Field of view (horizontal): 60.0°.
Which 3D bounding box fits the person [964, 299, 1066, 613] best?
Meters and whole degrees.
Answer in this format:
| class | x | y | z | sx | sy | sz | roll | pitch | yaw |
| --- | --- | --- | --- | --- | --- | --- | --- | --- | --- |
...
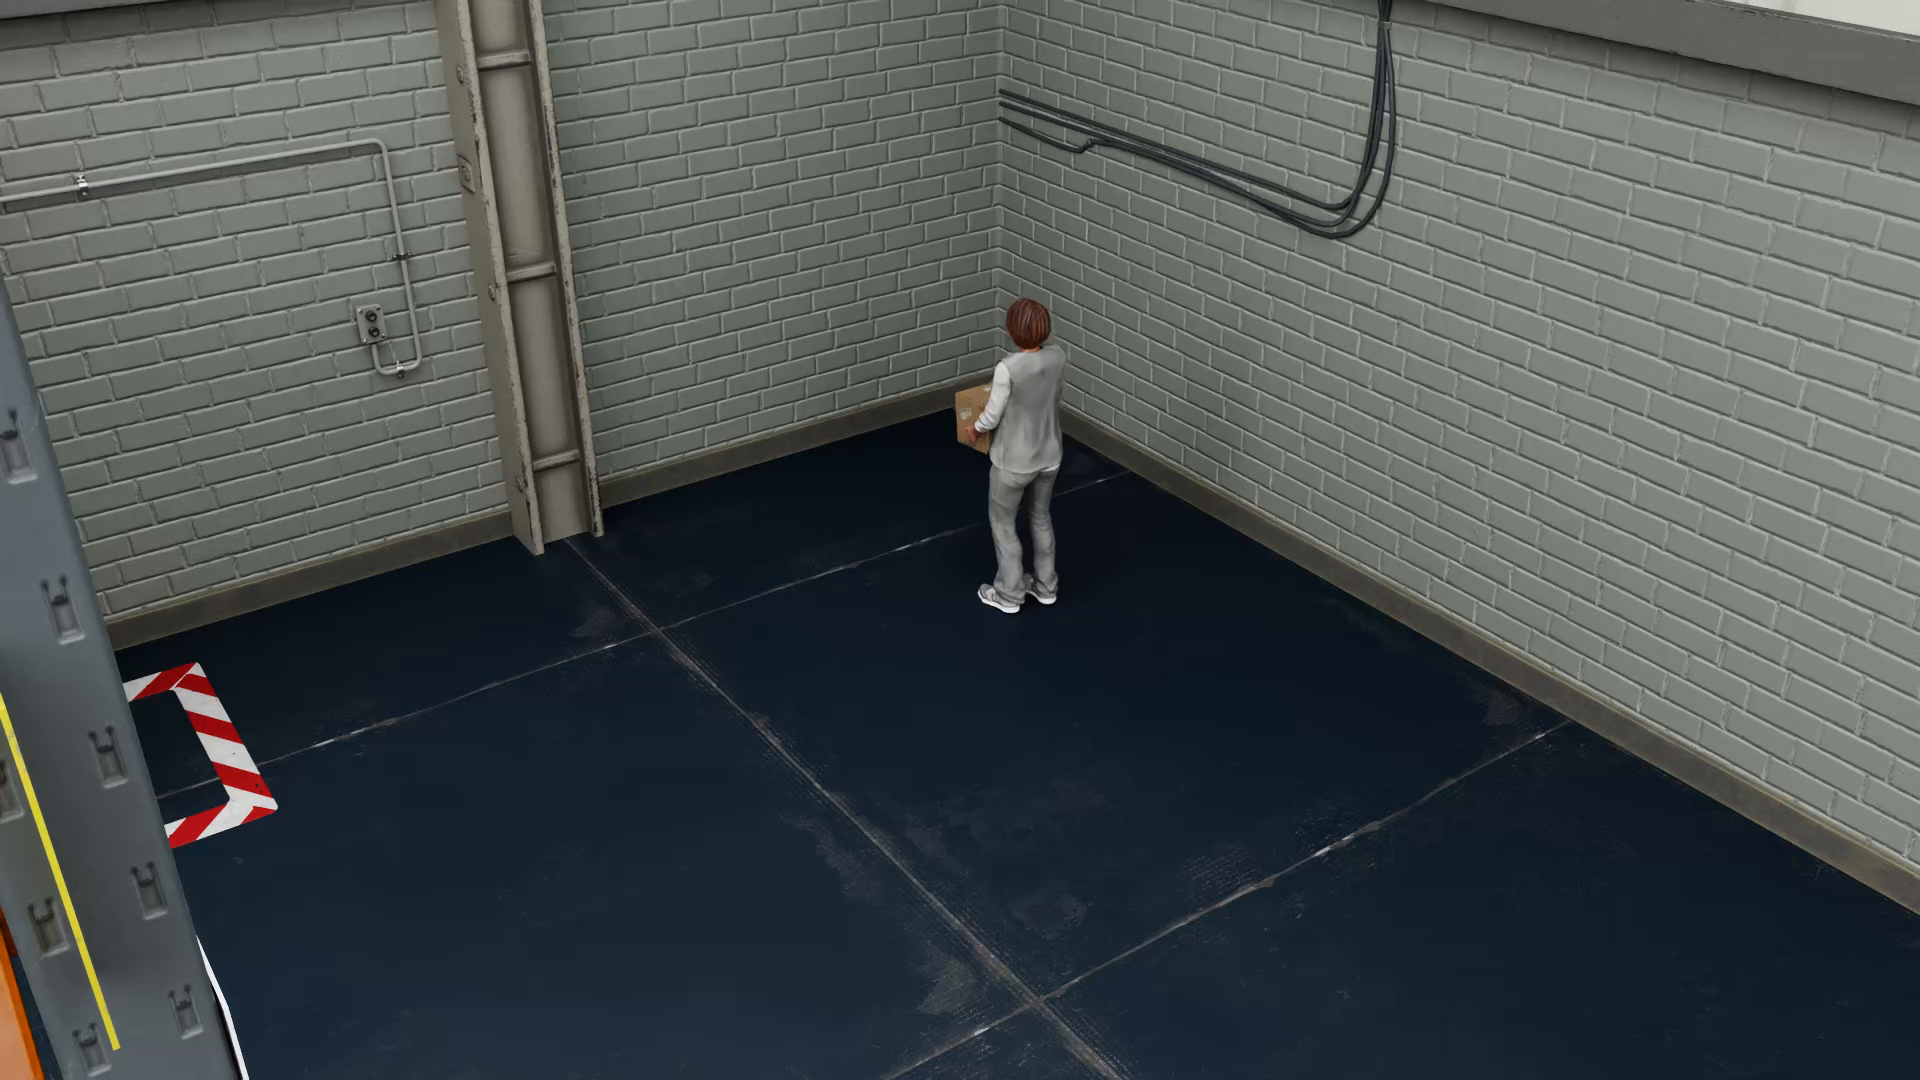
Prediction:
| class | x | y | z | sx | sy | sz | roll | pitch | yaw |
| --- | --- | --- | --- | --- | --- | --- | --- | --- | --- |
| person | 0.260 | -0.409 | 7.865 | 0.438 | 1.602 | 0.470 | -19 | 34 | -31 |
